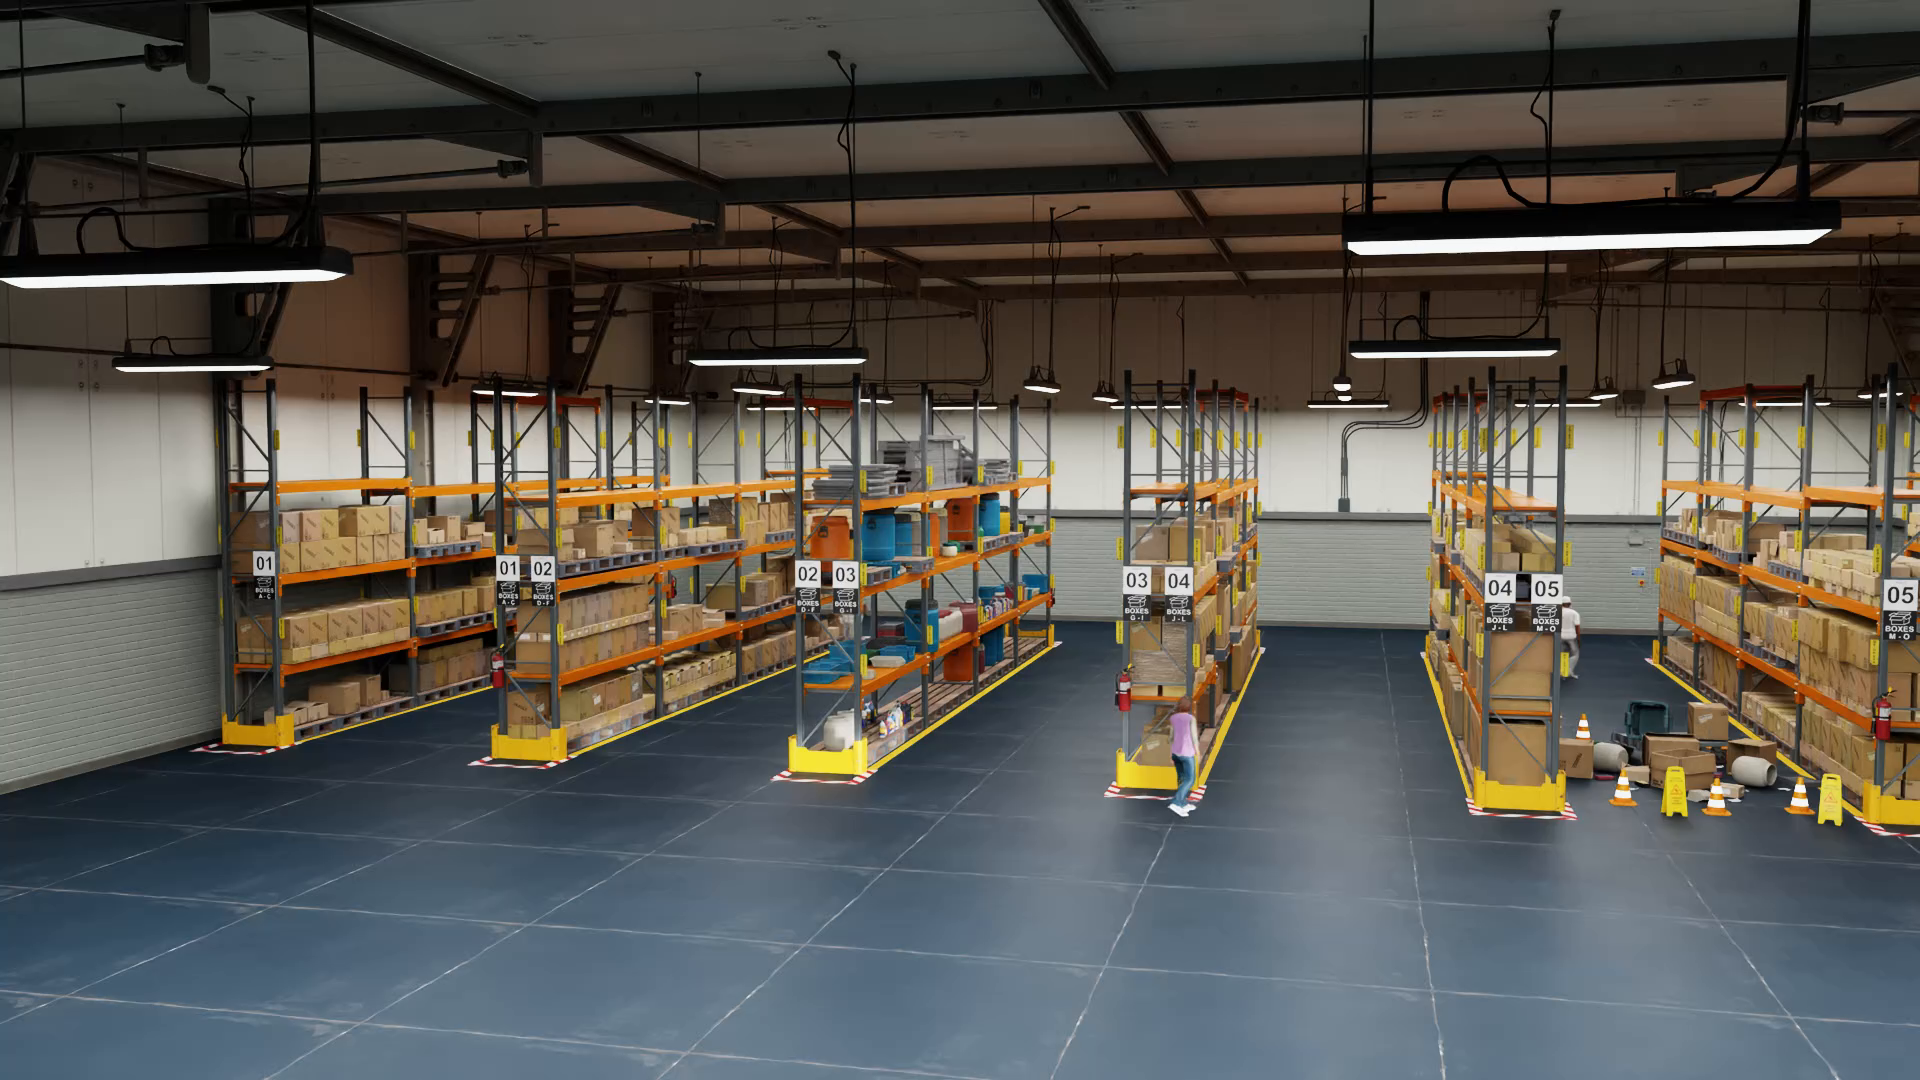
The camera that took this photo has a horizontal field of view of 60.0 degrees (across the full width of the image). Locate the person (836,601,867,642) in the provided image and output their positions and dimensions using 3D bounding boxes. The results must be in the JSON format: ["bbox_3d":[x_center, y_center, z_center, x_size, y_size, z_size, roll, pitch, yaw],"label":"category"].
[{"bbox_3d":[-2.511,1.867,38.281,0.679,1.684,0.648,1,4,21],"label":"person"}]

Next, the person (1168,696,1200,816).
[{"bbox_3d":[2.986,2.875,22.180,0.682,1.587,0.466,-3,5,-41],"label":"person"}]

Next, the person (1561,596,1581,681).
[{"bbox_3d":[12.614,2.049,34.631,0.598,1.766,0.526,2,4,30],"label":"person"}]
